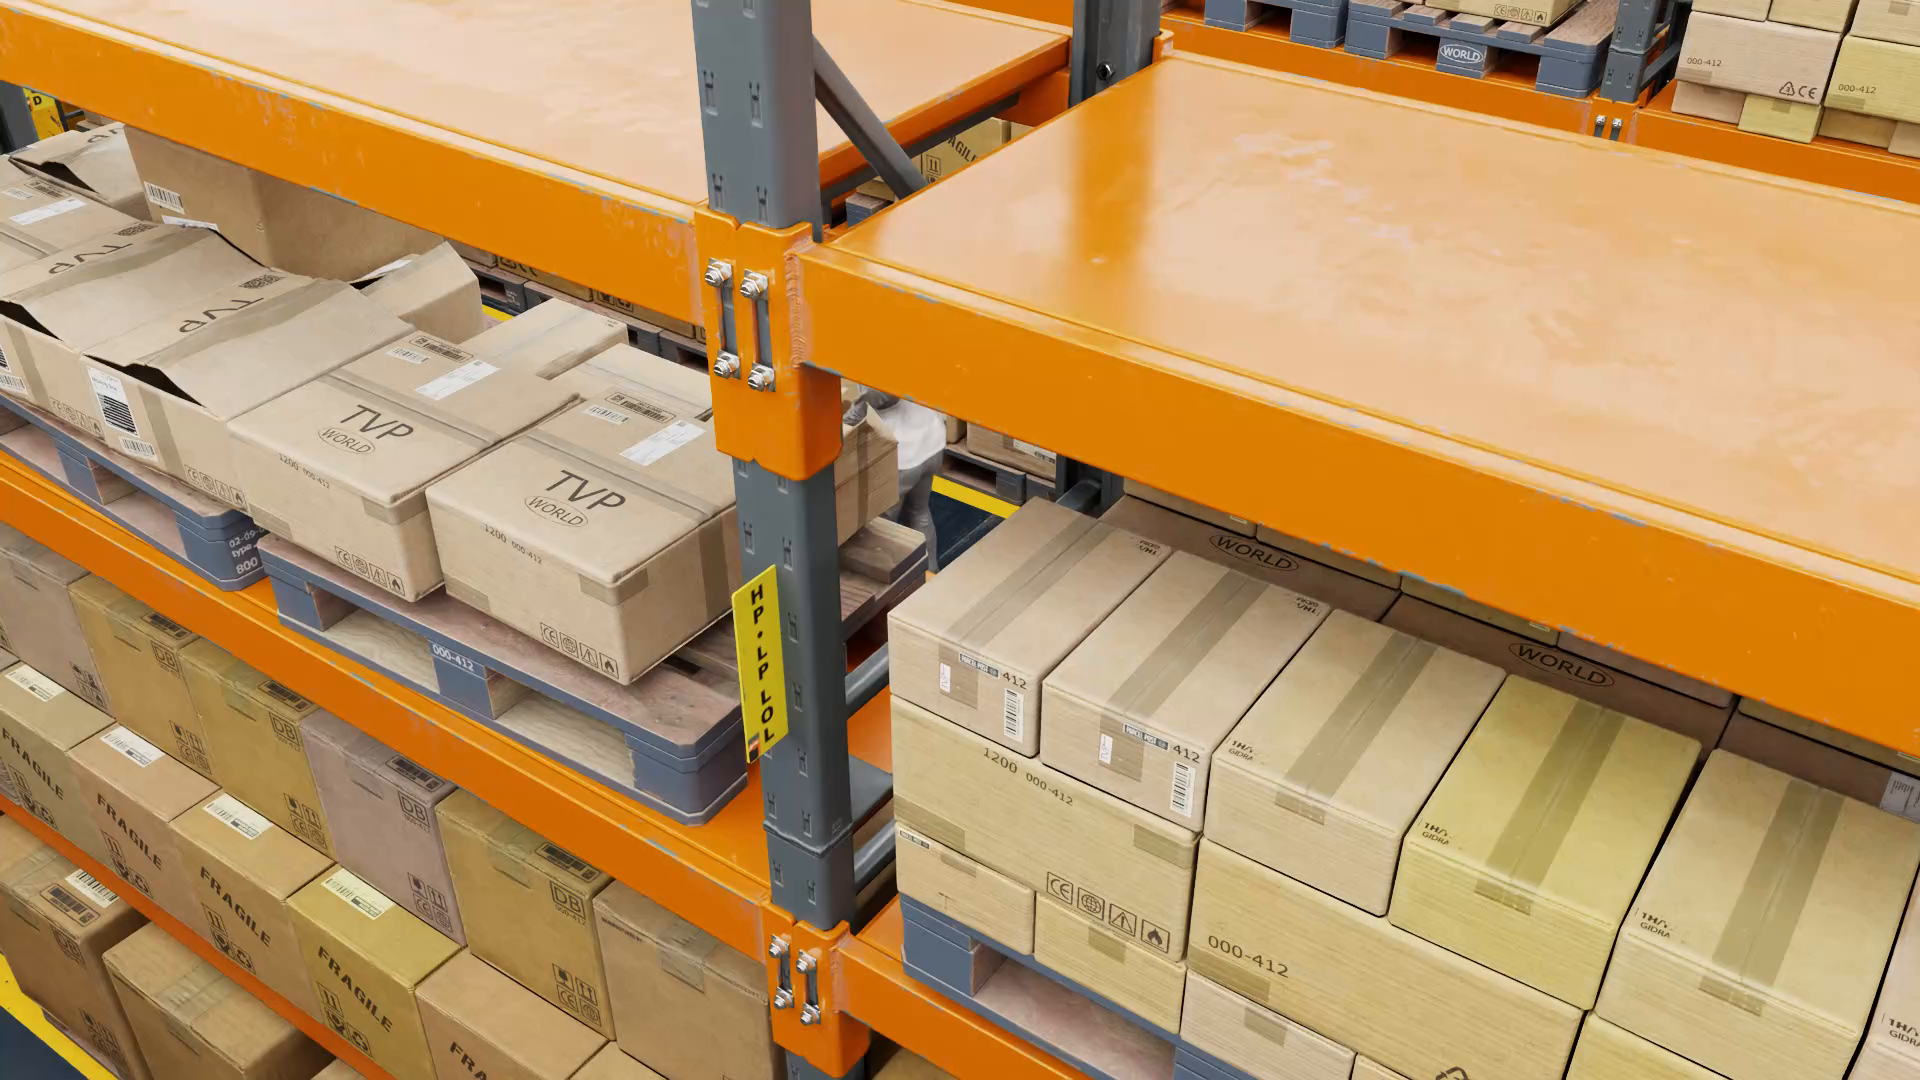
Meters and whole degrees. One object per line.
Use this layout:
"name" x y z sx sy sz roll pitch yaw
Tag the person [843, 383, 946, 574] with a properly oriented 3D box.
"person" -0.362 -0.443 7.949 0.545 1.767 0.494 22 40 29
